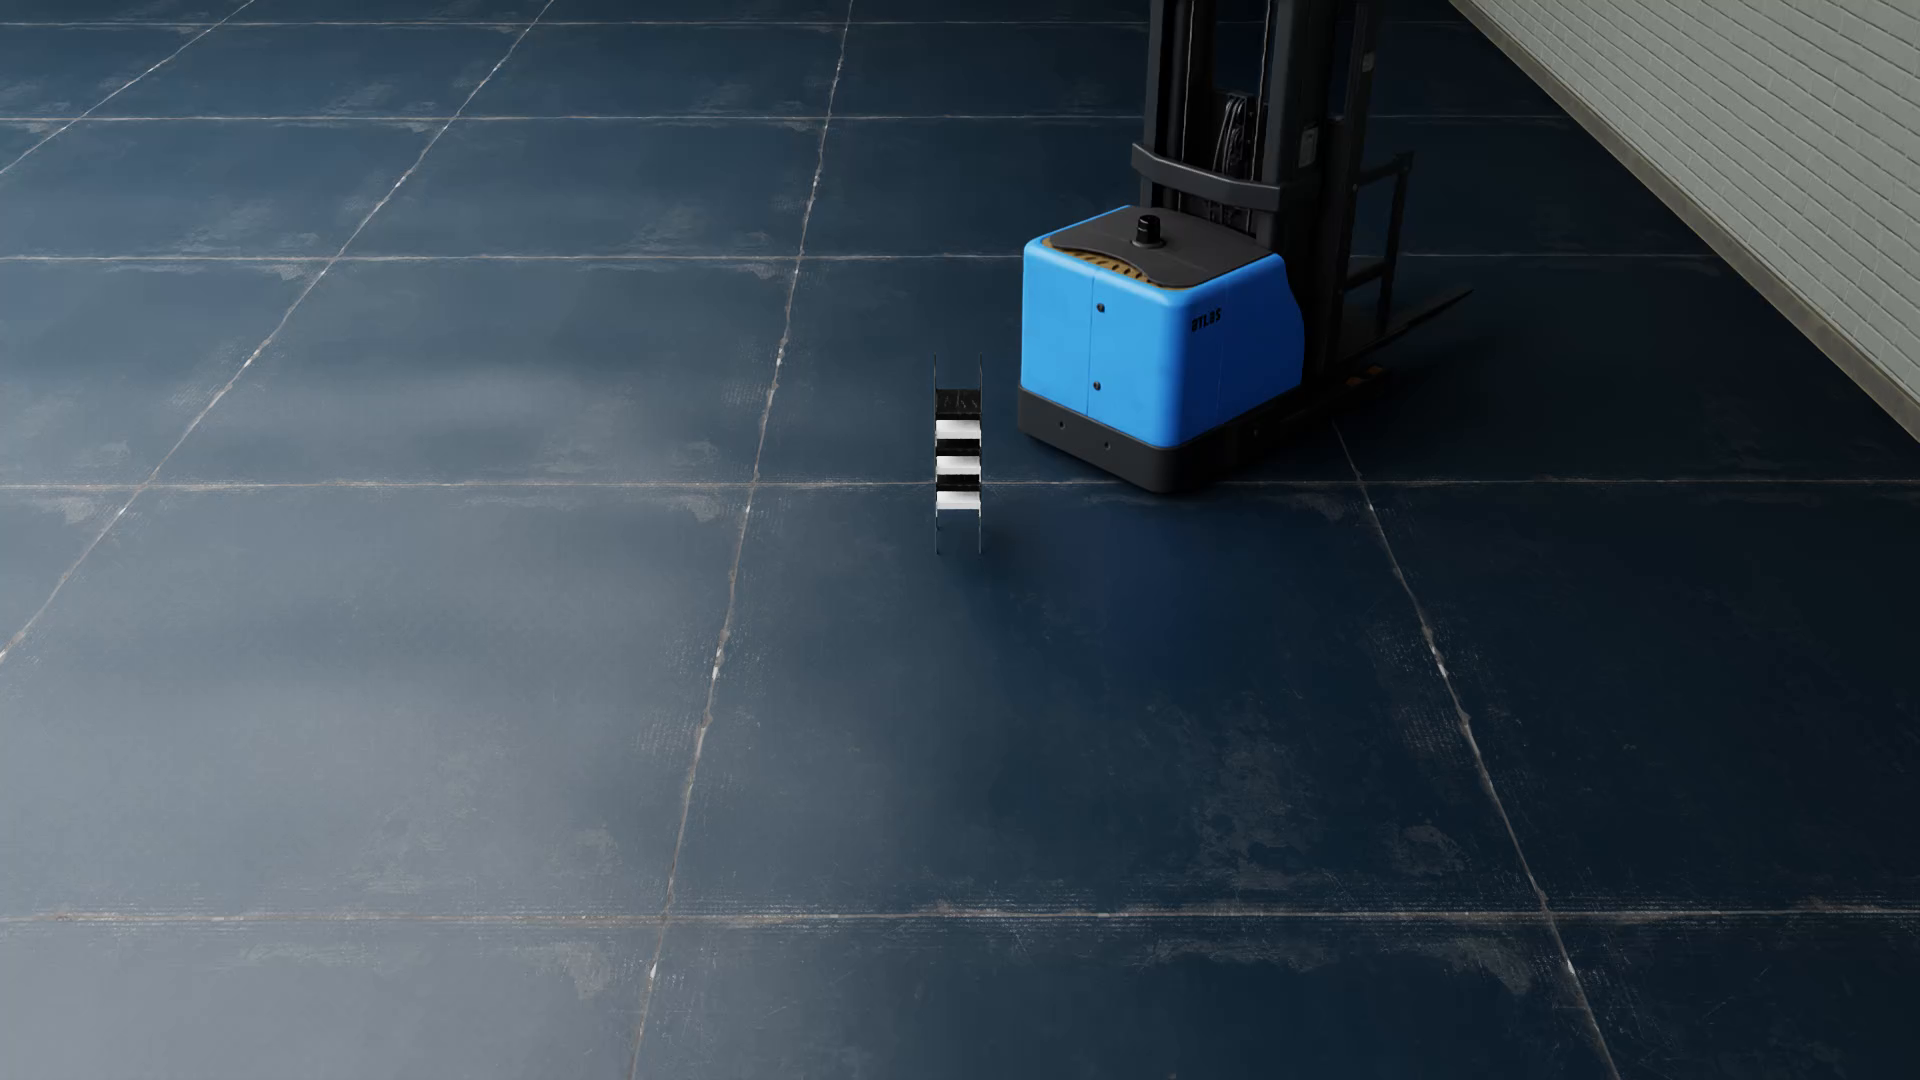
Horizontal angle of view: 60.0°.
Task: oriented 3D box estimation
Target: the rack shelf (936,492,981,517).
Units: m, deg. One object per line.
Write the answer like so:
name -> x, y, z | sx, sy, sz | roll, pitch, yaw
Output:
rack shelf -> -0.008, -0.202, 7.627 | 0.200, 0.077, 0.258 | 0, 31, 0

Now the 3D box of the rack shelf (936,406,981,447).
rack shelf -> -0.008, -0.510, 7.440 | 0.200, 0.077, 0.258 | 0, 31, 0

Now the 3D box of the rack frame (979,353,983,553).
rack frame -> 0.094, -0.385, 7.517 | 0.006, 0.900, 0.240 | 0, 31, 0

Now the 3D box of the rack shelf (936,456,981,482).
rack shelf -> -0.008, -0.356, 7.534 | 0.200, 0.077, 0.258 | 0, 31, 0

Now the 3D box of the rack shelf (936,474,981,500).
rack shelf -> -0.008, -0.279, 7.581 | 0.200, 0.077, 0.258 | 0, 31, 0

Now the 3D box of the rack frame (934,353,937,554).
rack frame -> -0.110, -0.384, 7.516 | 0.006, 0.900, 0.240 | 0, 31, 0

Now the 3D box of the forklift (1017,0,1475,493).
forklift -> 1.706, -2.133, 8.440 | 3.031, 2.935, 1.130 | -26, 40, -36

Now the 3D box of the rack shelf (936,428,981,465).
rack shelf -> -0.008, -0.433, 7.487 | 0.200, 0.077, 0.258 | 0, 31, 0

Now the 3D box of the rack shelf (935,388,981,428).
rack shelf -> -0.008, -0.587, 7.394 | 0.200, 0.077, 0.258 | 0, 31, 0

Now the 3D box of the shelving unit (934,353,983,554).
shelving unit -> -0.008, -0.385, 7.517 | 0.210, 0.900, 0.258 | 0, 31, 0
